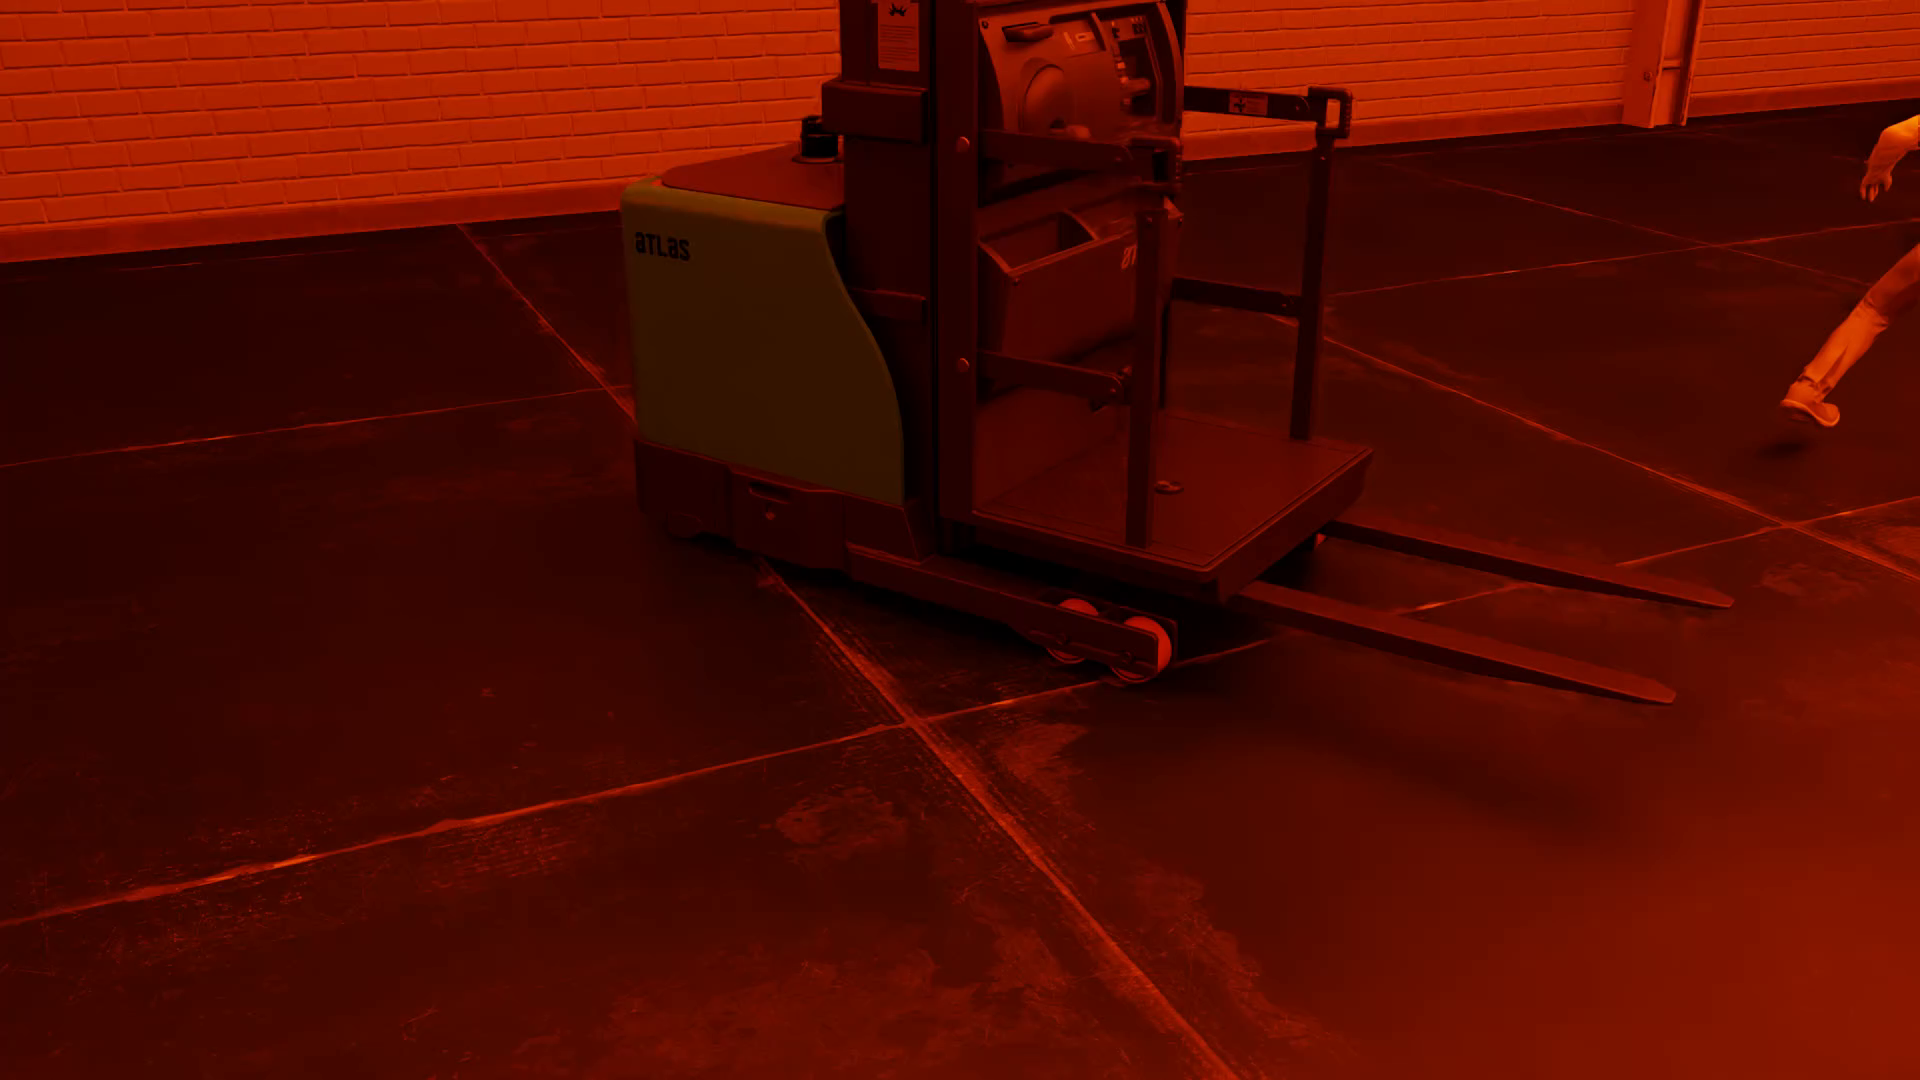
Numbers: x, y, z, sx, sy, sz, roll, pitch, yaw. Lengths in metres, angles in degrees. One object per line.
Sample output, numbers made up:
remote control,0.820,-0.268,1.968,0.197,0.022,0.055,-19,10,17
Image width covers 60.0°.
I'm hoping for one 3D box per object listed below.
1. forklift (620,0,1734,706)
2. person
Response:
forklift,0.504,-1.221,4.226,3.031,2.935,1.130,15,27,31
person,3.442,-0.915,5.442,1.094,1.580,0.526,19,29,38
